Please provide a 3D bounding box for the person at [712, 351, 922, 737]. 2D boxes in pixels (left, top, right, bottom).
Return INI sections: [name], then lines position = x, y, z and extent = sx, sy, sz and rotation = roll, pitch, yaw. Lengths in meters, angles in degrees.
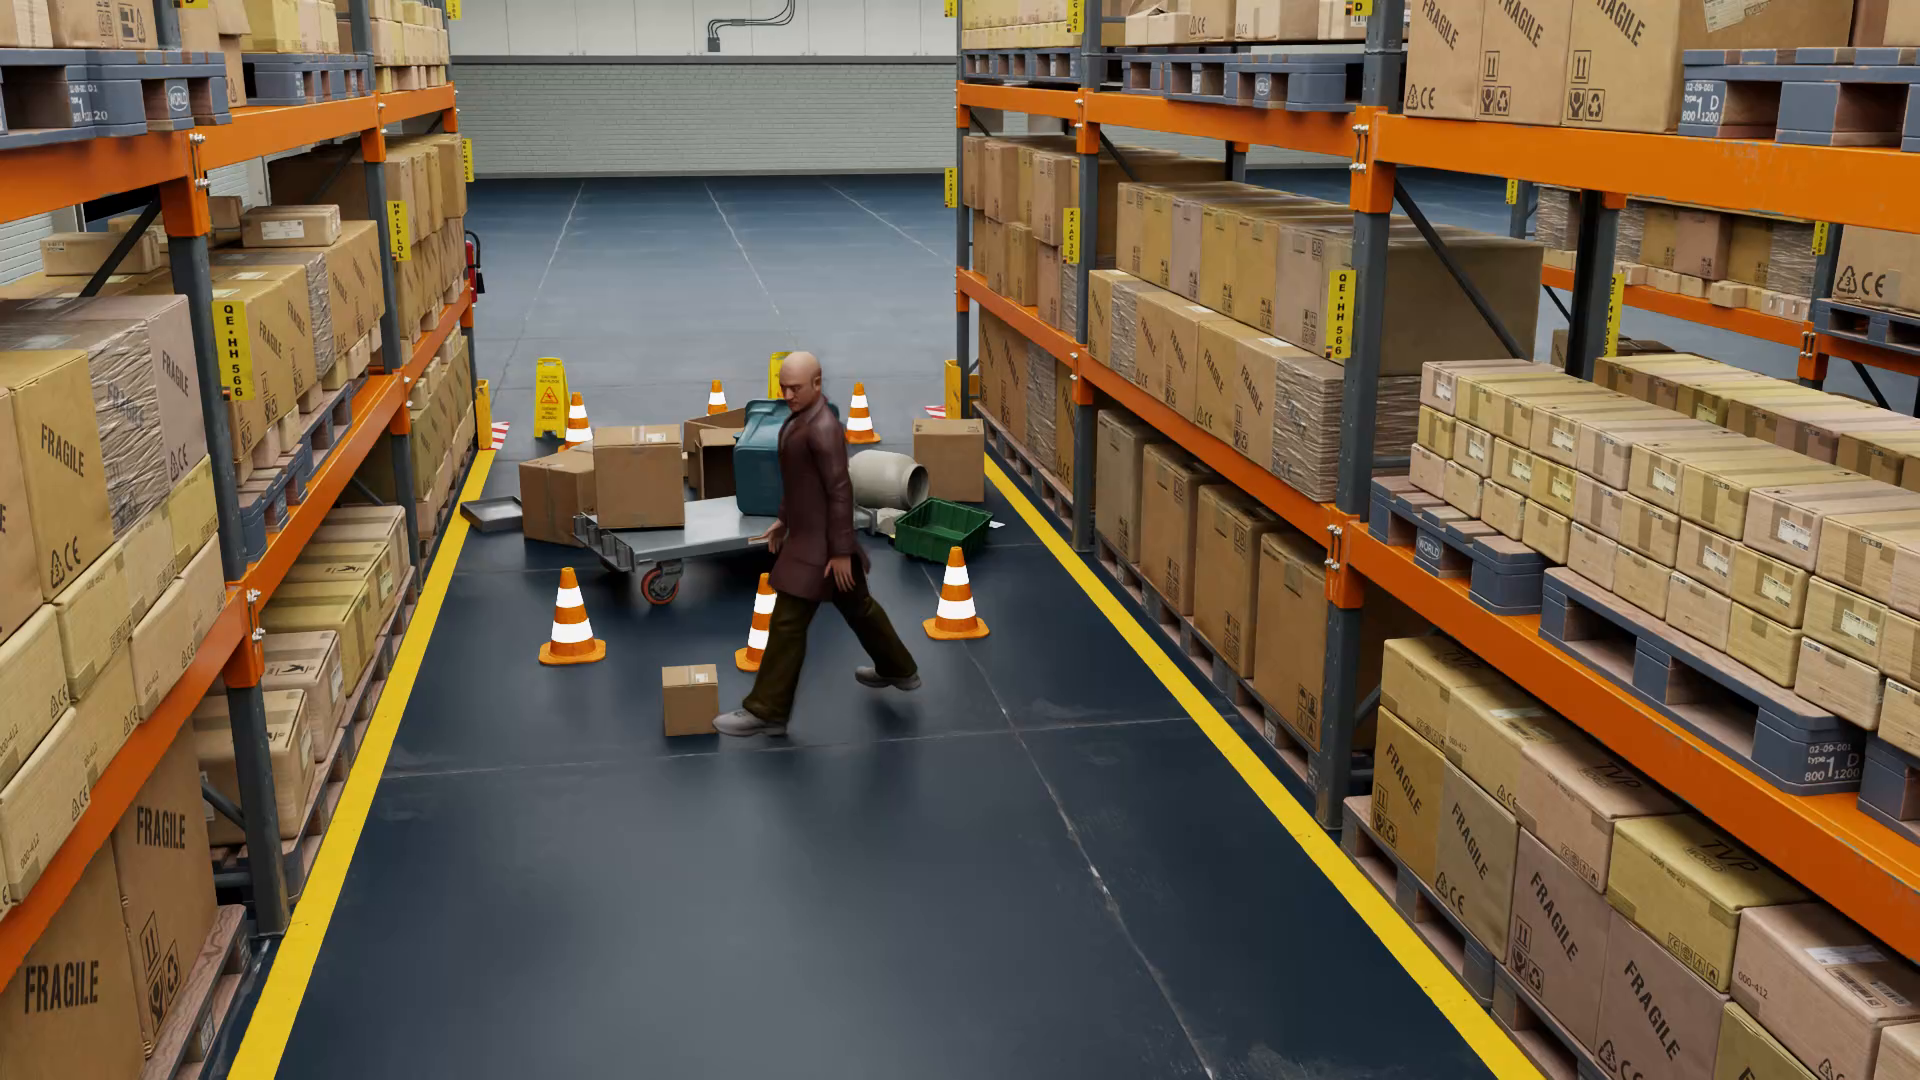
[person]
position = -0.662, -0.013, 7.621
extent = 0.993, 1.745, 0.702
rotation = -2, 16, -7
